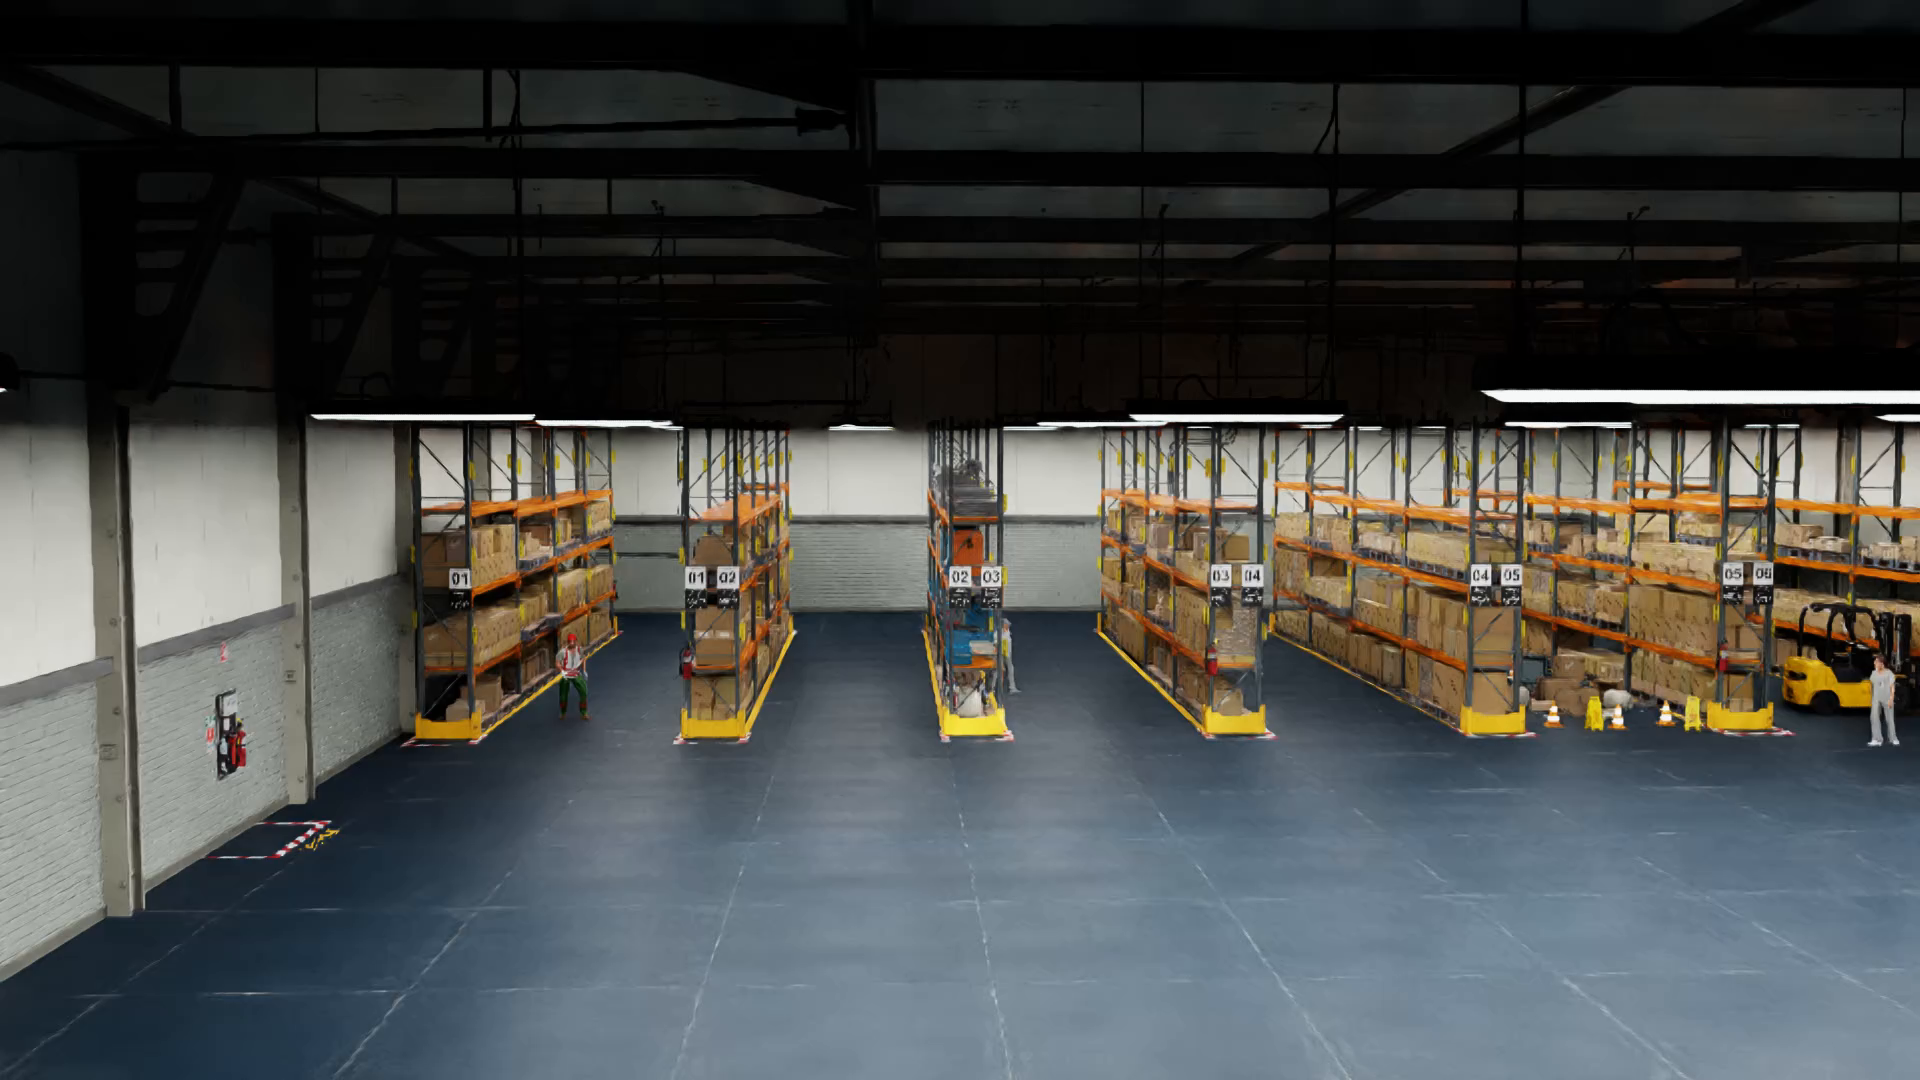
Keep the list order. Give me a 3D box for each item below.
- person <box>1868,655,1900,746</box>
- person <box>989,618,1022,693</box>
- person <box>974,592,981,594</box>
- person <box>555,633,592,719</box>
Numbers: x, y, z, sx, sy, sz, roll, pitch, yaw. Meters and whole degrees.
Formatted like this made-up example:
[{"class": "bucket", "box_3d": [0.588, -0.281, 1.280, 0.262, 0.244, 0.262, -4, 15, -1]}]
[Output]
[{"class": "person", "box_3d": [16.859, 2.917, 30.332, 0.612, 1.662, 0.501, -3, 5, -37]}, {"class": "person", "box_3d": [0.953, 2.522, 36.474, 0.544, 1.637, 0.704, -3, 5, -36]}, {"class": "person", "box_3d": [0.556, 1.721, 49.400, 0.411, 1.534, 0.956, -1, 4, -11]}, {"class": "person", "box_3d": [-7.707, 2.699, 33.006, 0.675, 1.727, 0.774, -2, 4, -23]}]
